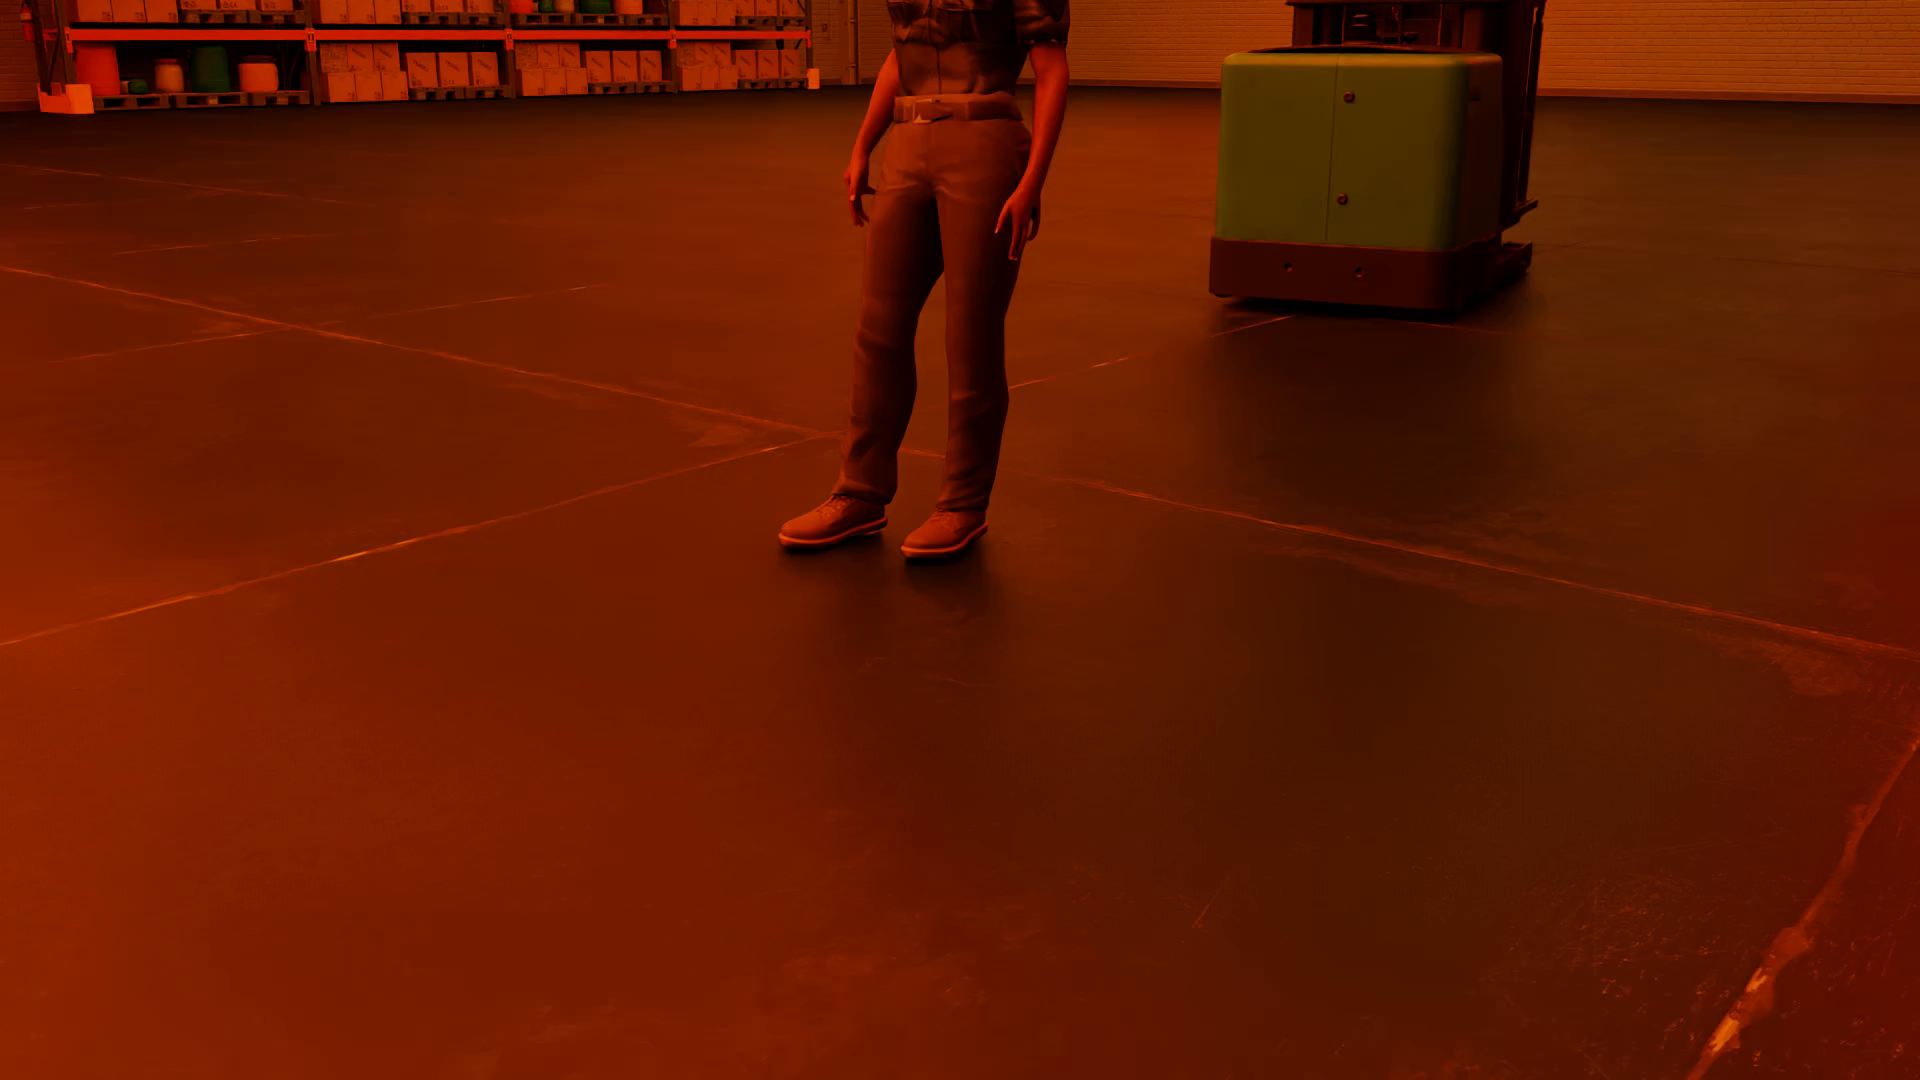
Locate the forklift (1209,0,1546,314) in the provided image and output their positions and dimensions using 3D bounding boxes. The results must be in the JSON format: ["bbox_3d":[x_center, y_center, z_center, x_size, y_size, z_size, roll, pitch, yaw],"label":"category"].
[{"bbox_3d":[2.207,-2.723,7.866,1.130,2.935,3.031,8,19,26],"label":"forklift"}]

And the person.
[{"bbox_3d":[-0.071,-0.782,3.647,0.569,1.654,0.504,13,21,37],"label":"person"}]
